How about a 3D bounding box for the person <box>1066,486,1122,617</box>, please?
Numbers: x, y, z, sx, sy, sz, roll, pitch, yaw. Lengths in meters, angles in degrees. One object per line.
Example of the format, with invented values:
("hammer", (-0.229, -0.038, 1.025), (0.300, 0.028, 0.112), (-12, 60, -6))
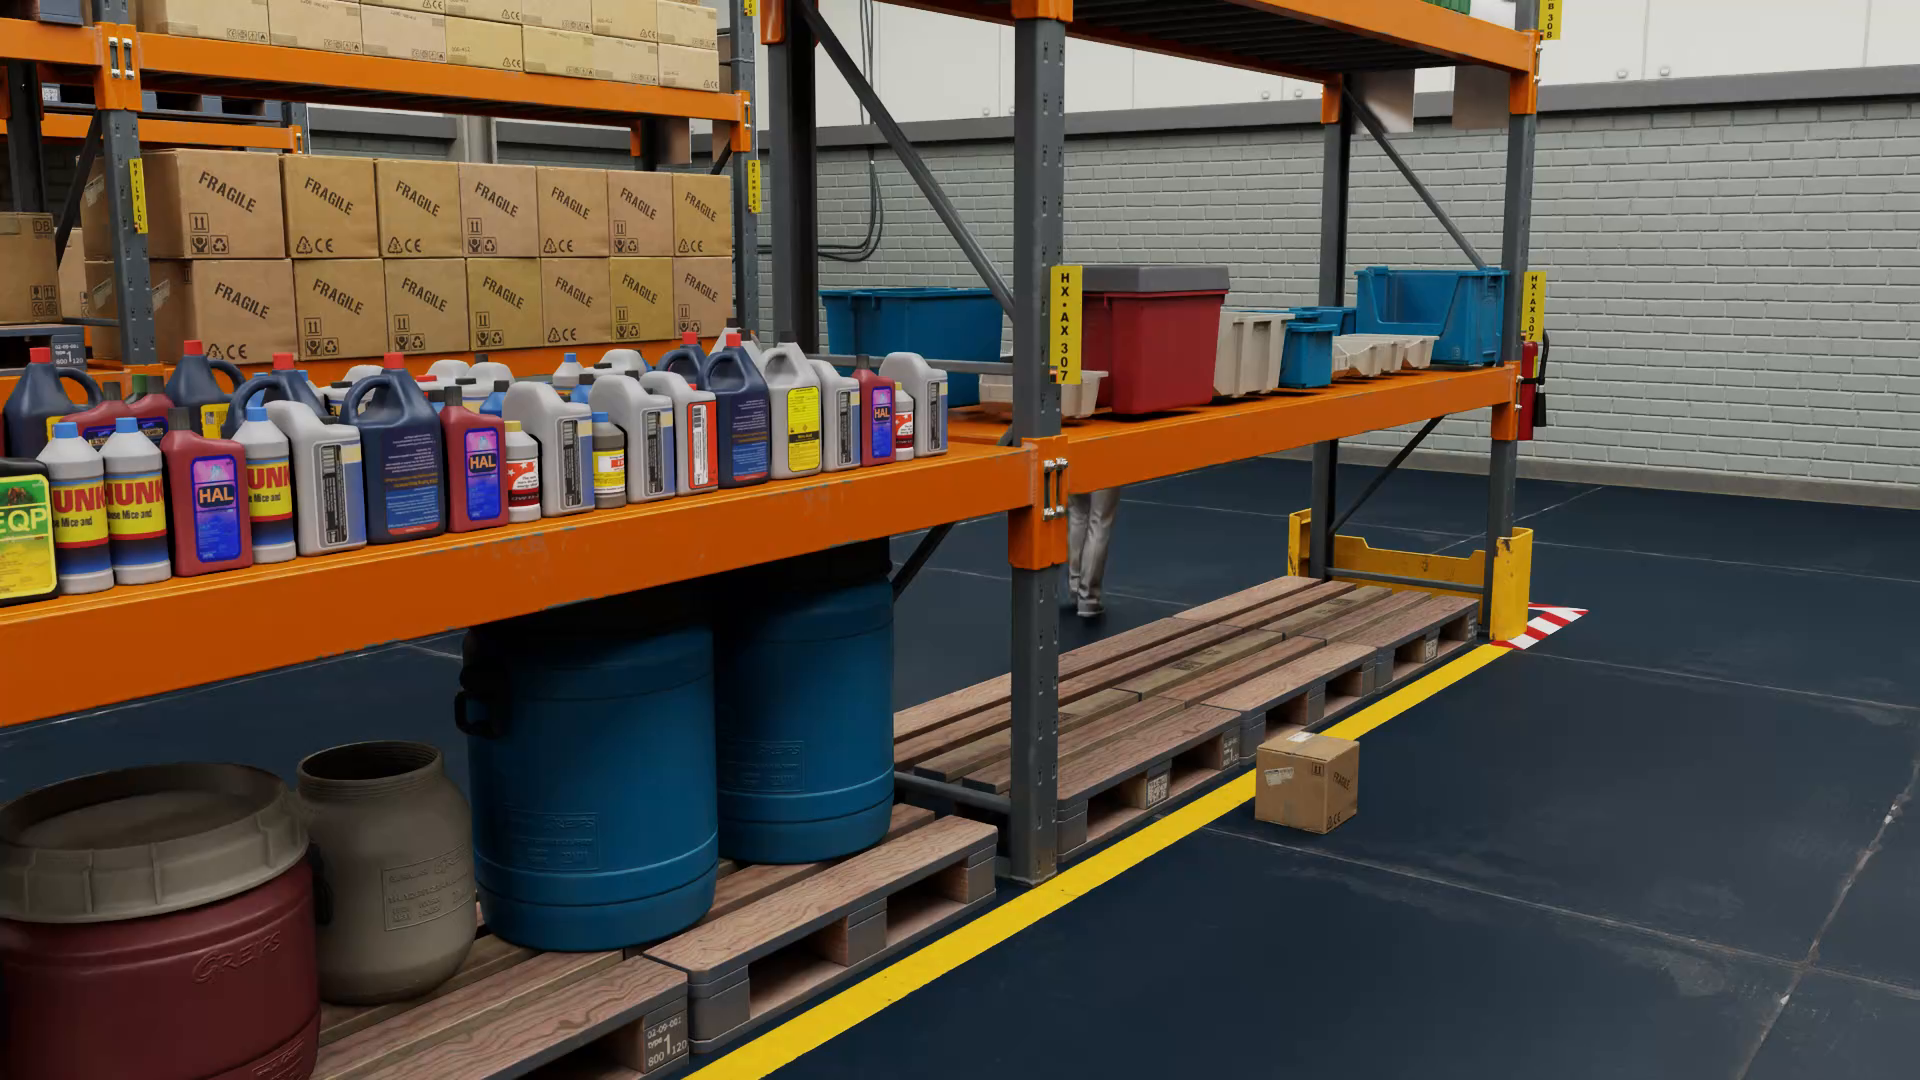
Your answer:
("person", (0.698, -0.440, 8.390), (0.496, 1.736, 0.602), (3, 10, 19))
